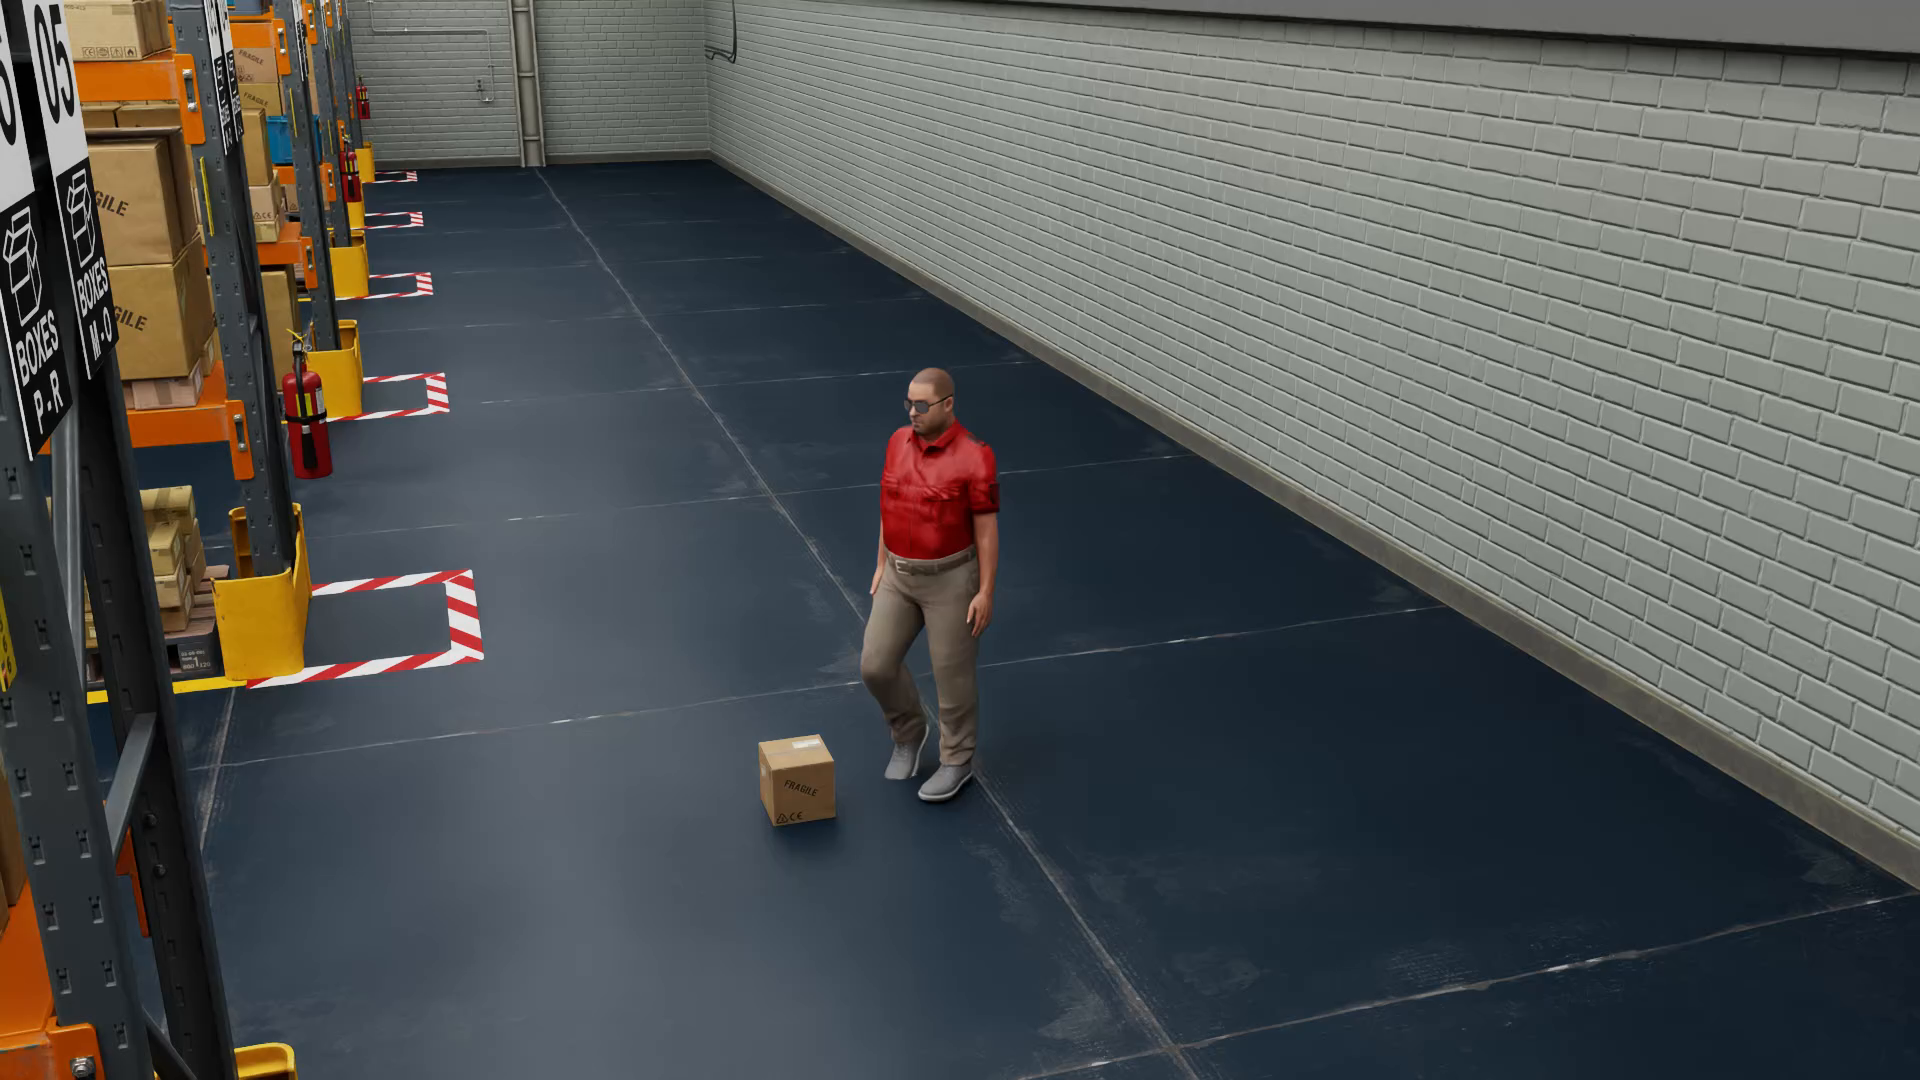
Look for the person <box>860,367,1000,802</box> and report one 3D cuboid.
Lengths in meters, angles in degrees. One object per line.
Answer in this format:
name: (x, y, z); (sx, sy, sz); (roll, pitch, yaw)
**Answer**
person: (-0.117, 0.204, 6.569); (0.561, 1.790, 0.387); (13, 23, 32)
